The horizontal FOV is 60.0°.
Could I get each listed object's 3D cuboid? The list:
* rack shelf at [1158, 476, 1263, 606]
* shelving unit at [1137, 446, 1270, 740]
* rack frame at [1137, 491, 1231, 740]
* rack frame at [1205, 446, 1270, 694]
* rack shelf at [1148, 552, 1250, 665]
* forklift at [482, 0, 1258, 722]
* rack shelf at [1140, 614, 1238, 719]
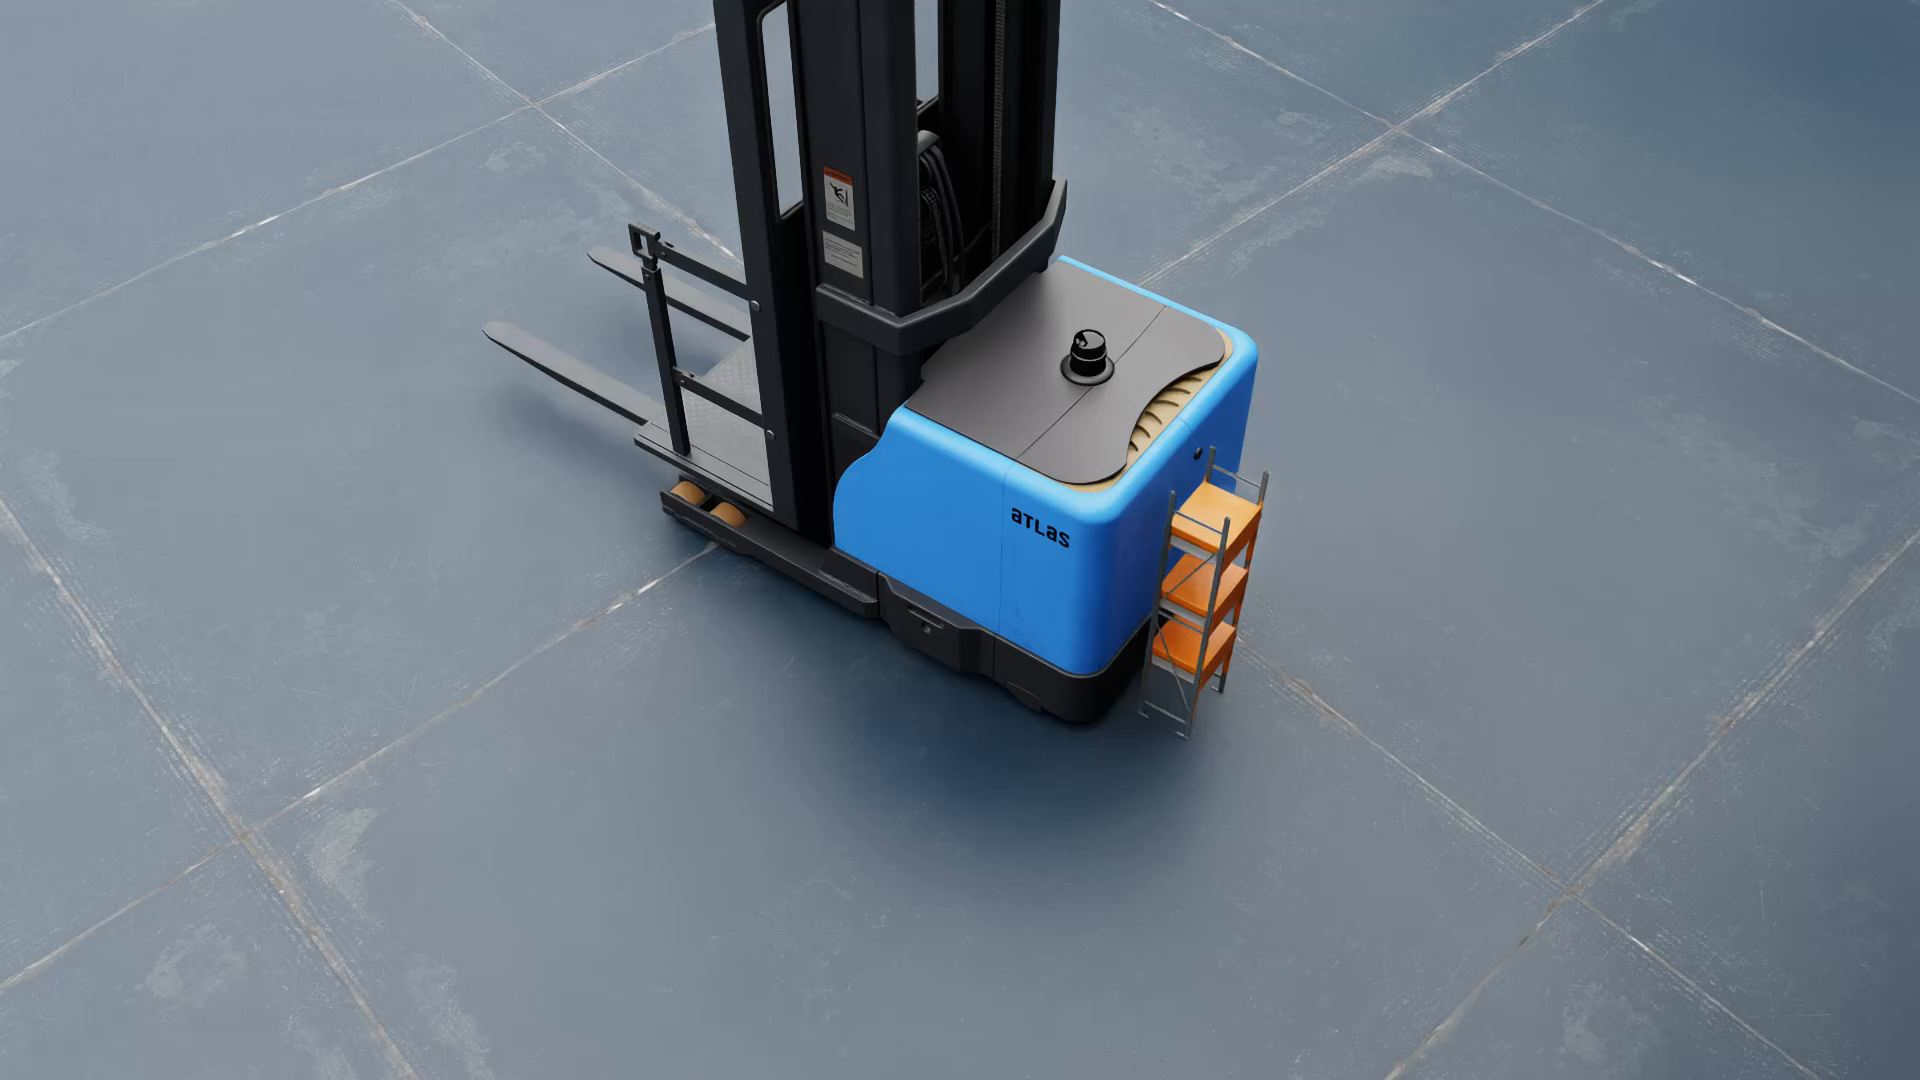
[{"bbox_3d":[0.774,0.002,5.157,0.215,0.259,0.240,27,51,23],"label":"rack shelf"},{"bbox_3d":[0.769,0.193,5.352,0.215,1.050,0.252,27,51,23],"label":"shelving unit"},{"bbox_3d":[0.700,0.264,5.281,0.200,1.050,0.008,27,51,23],"label":"rack frame"},{"bbox_3d":[0.839,0.122,5.423,0.200,1.050,0.008,27,51,23],"label":"rack frame"},{"bbox_3d":[0.769,0.200,5.359,0.215,0.259,0.240,27,51,23],"label":"rack shelf"},{"bbox_3d":[-0.510,-1.258,5.417,3.031,2.935,1.130,27,53,23],"label":"forklift"},{"bbox_3d":[0.763,0.395,5.558,0.215,0.259,0.240,27,51,23],"label":"rack shelf"}]
